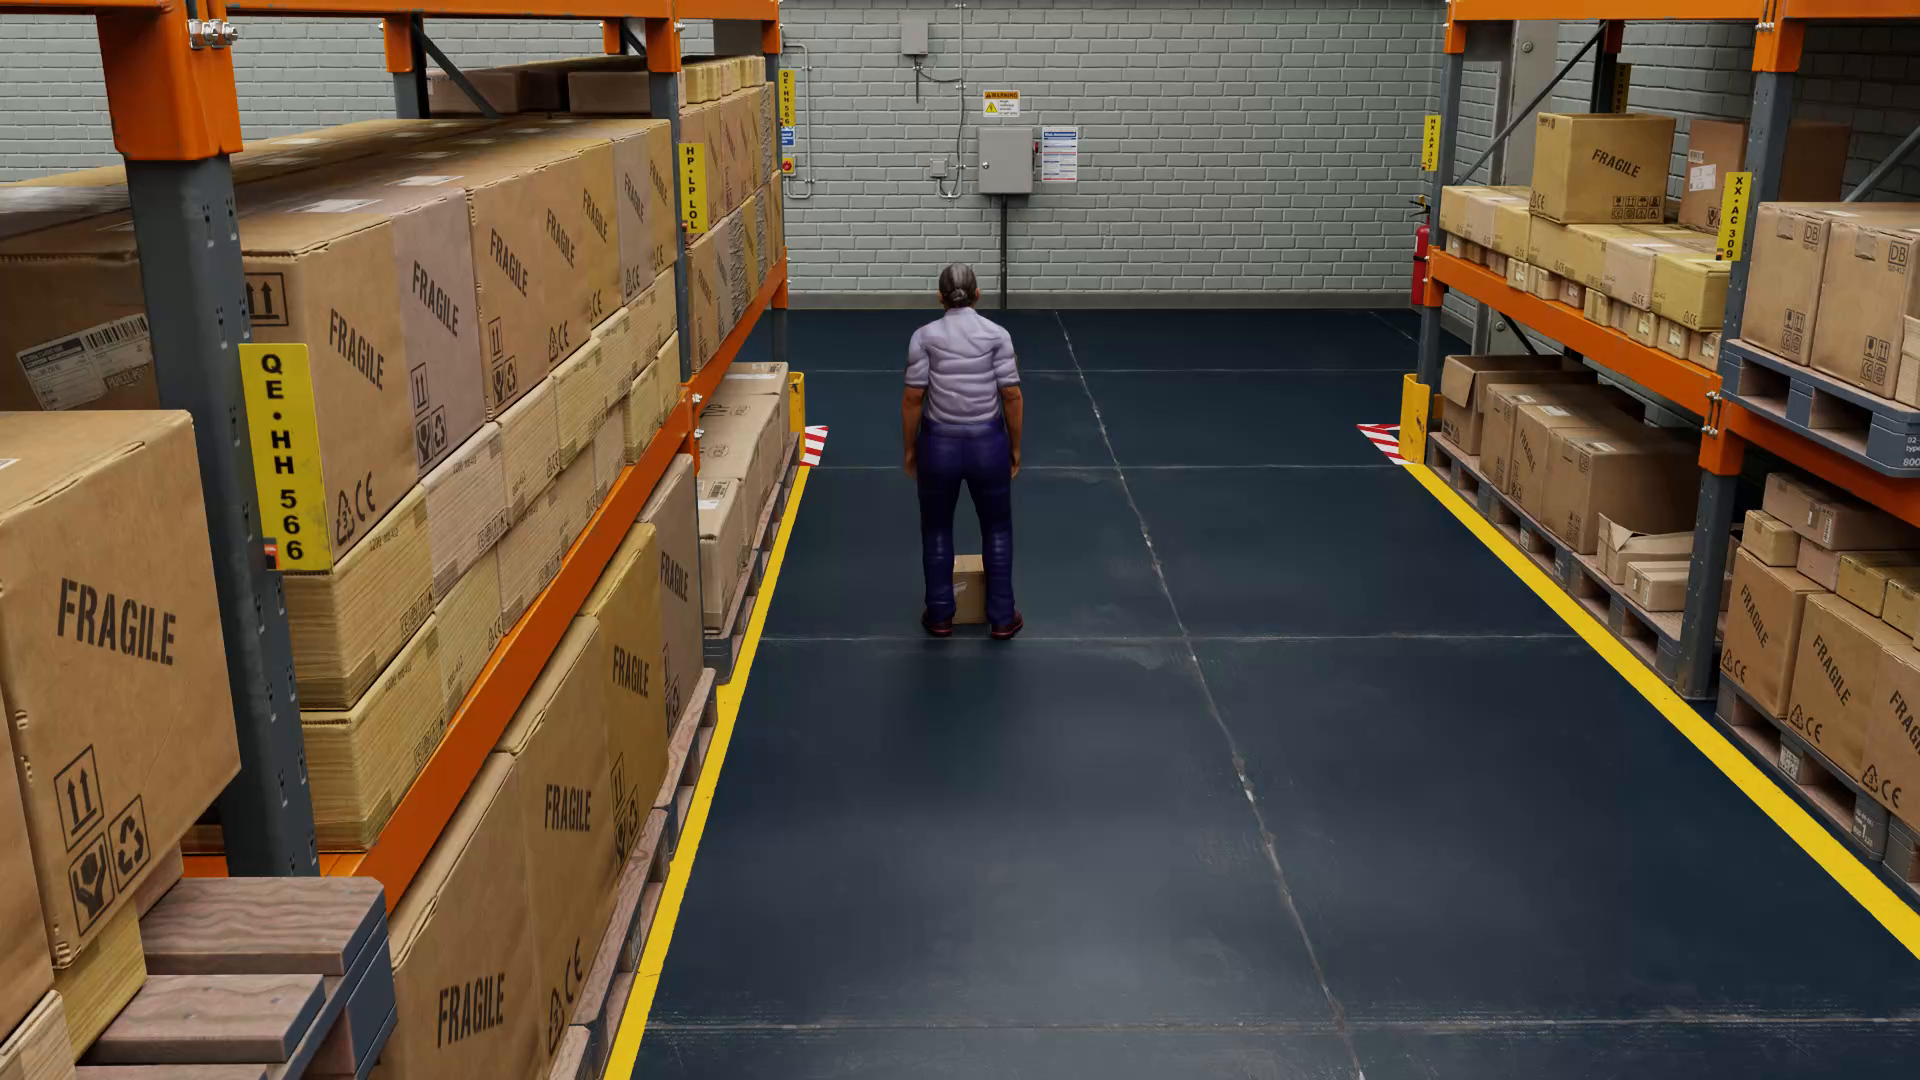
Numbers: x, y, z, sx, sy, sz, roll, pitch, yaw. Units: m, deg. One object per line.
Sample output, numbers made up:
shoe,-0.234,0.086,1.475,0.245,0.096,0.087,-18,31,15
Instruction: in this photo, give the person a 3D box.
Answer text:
person,0.018,-0.378,7.277,0.543,1.652,0.414,0,17,-1
